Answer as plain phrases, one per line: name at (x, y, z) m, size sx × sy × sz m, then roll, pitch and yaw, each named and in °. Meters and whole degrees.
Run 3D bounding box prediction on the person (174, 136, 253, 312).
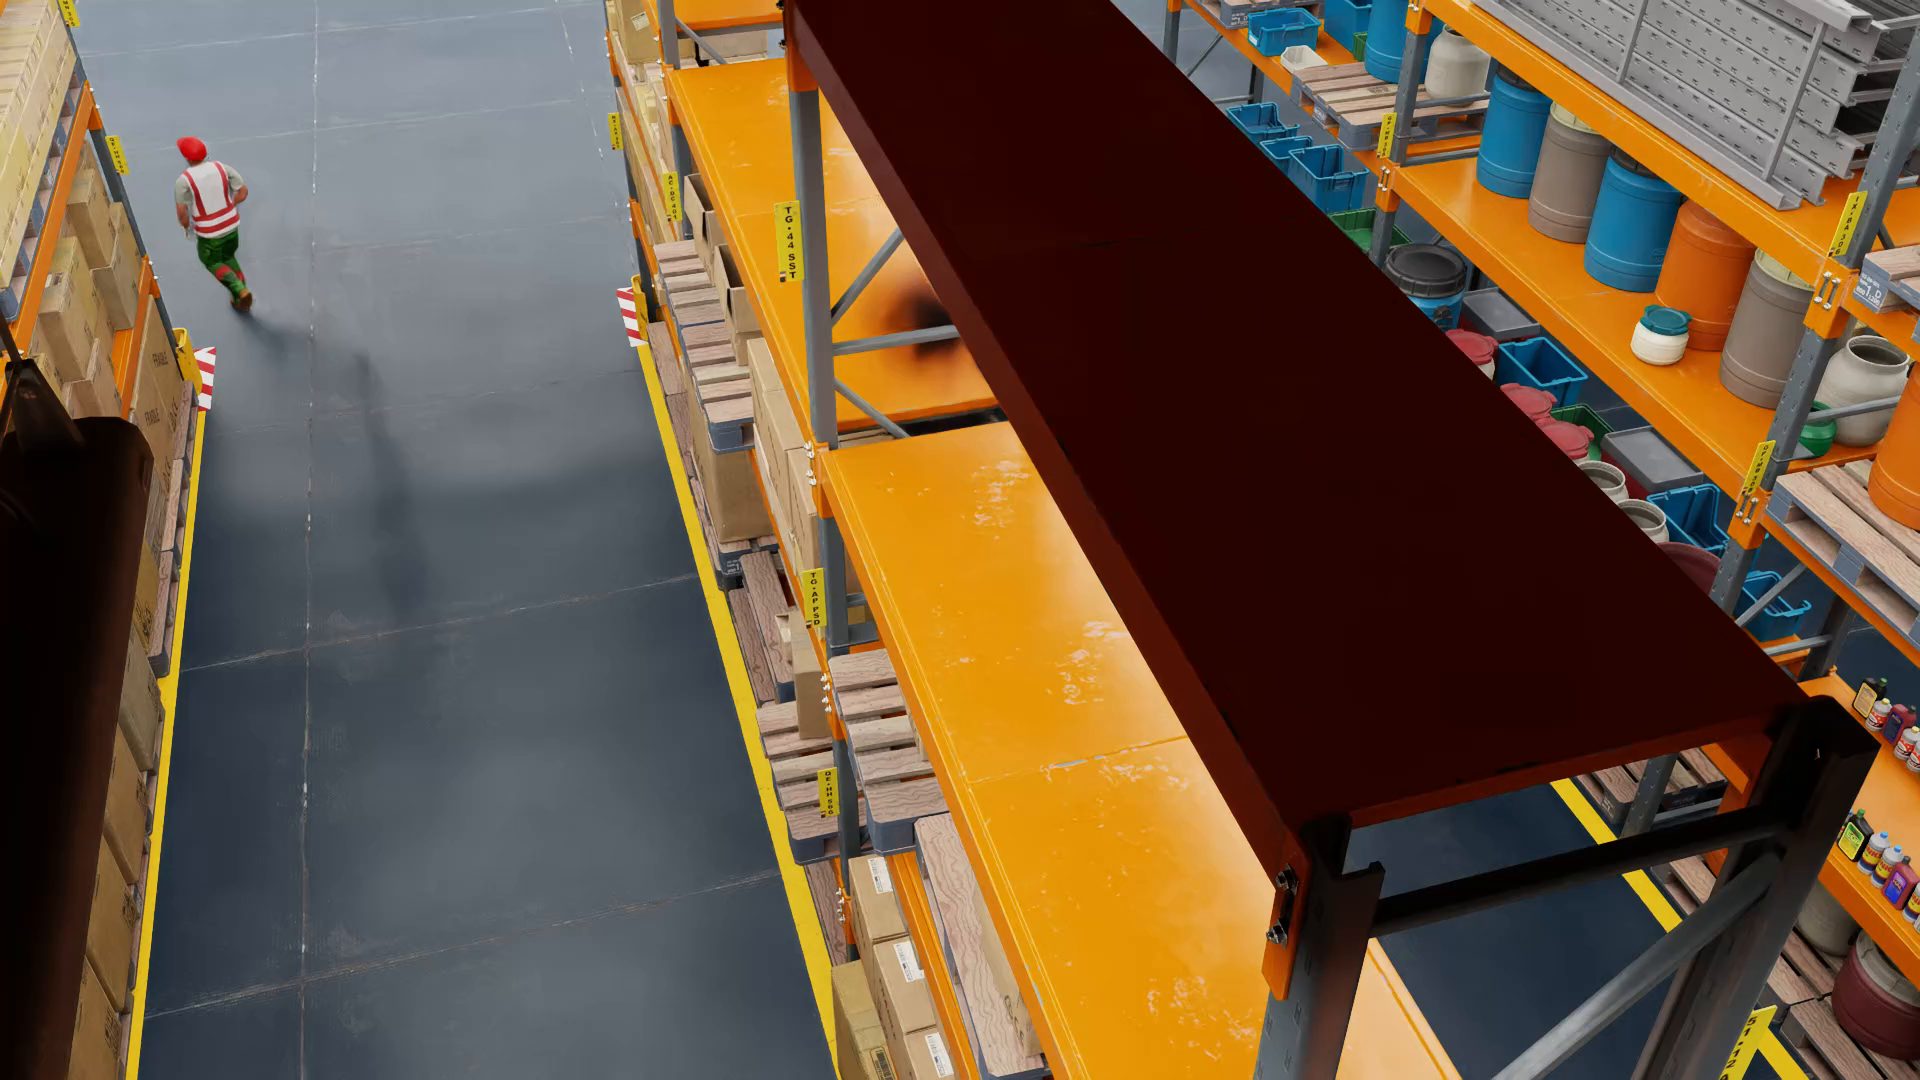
person at (-6.666, -2.804, 14.961) m, size 0.625 × 1.730 × 0.687 m, roll 28°, pitch 46°, yaw 30°
